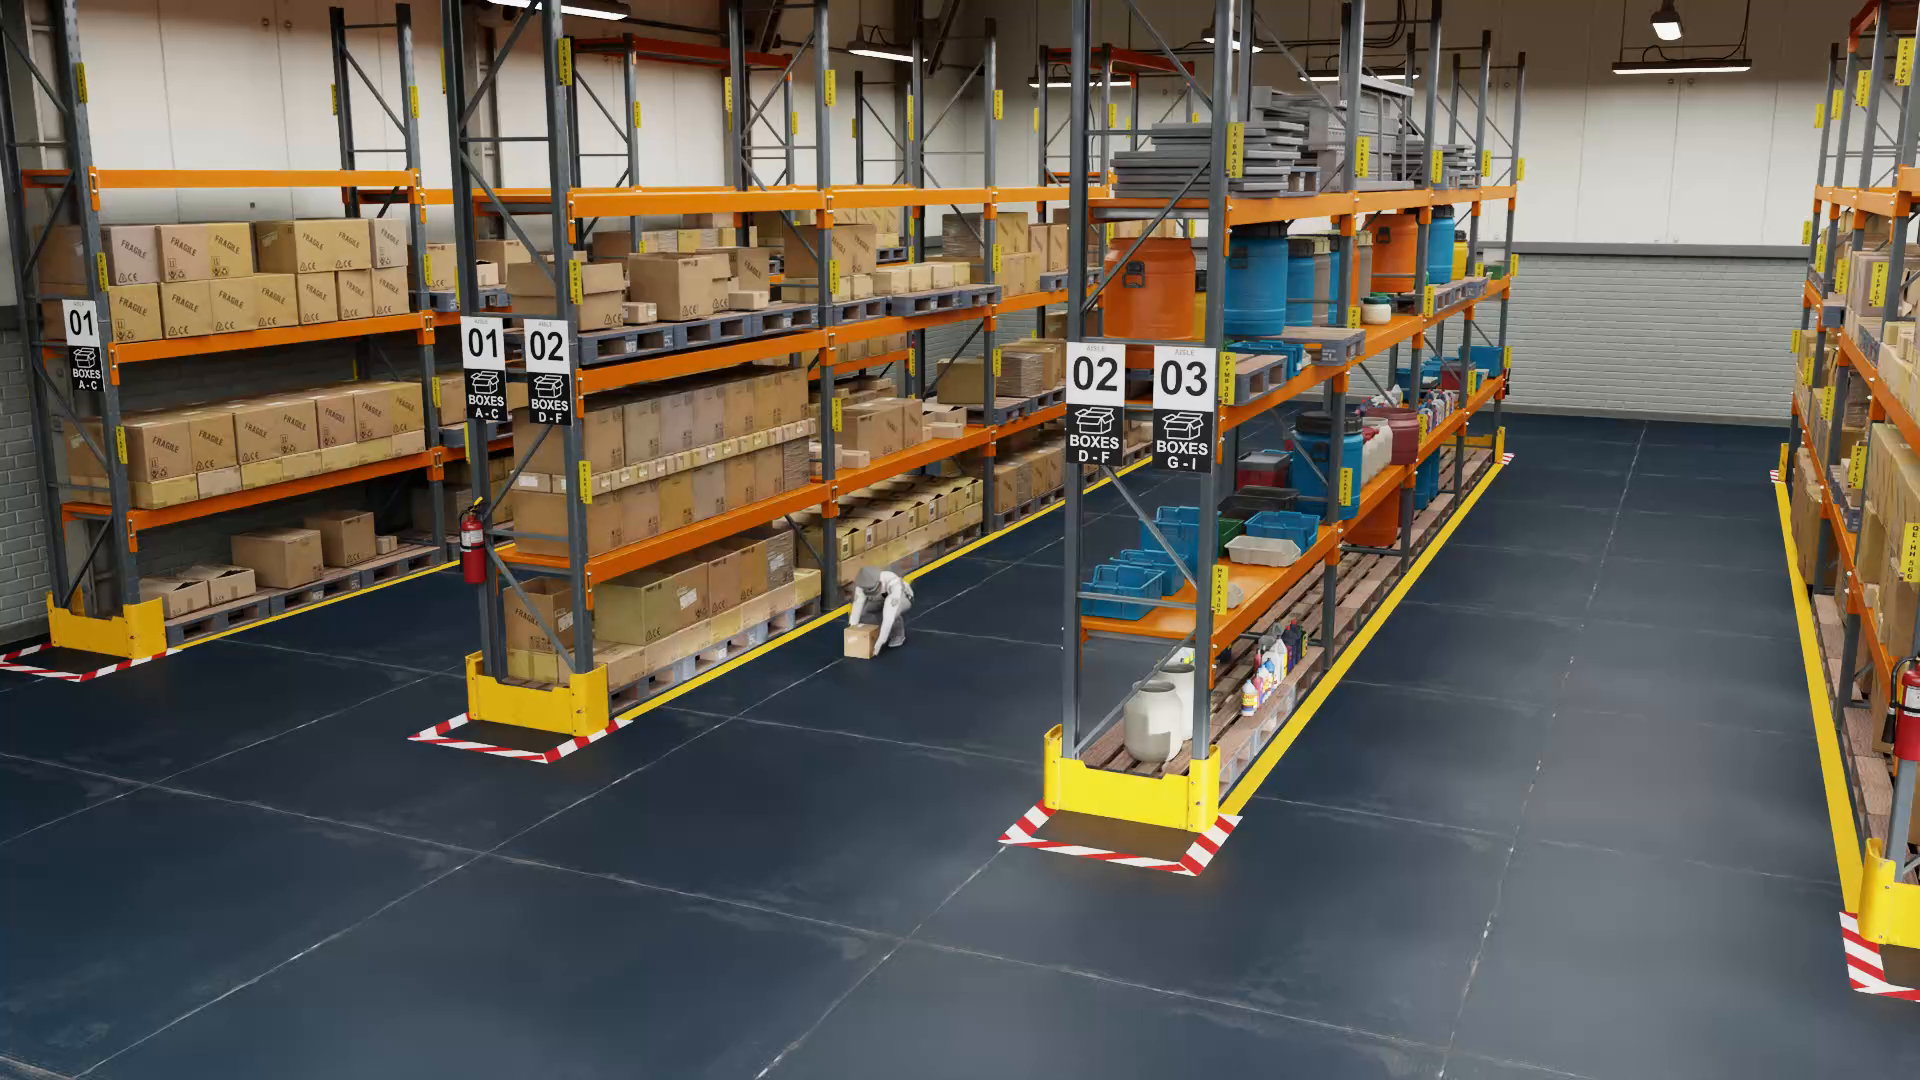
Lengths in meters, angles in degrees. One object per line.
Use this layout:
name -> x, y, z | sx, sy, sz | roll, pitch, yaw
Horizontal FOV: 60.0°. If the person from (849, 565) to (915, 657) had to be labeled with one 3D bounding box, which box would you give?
person -> -0.721, 0.586, 15.299 | 0.461, 0.847, 0.864 | 5, 13, 23
